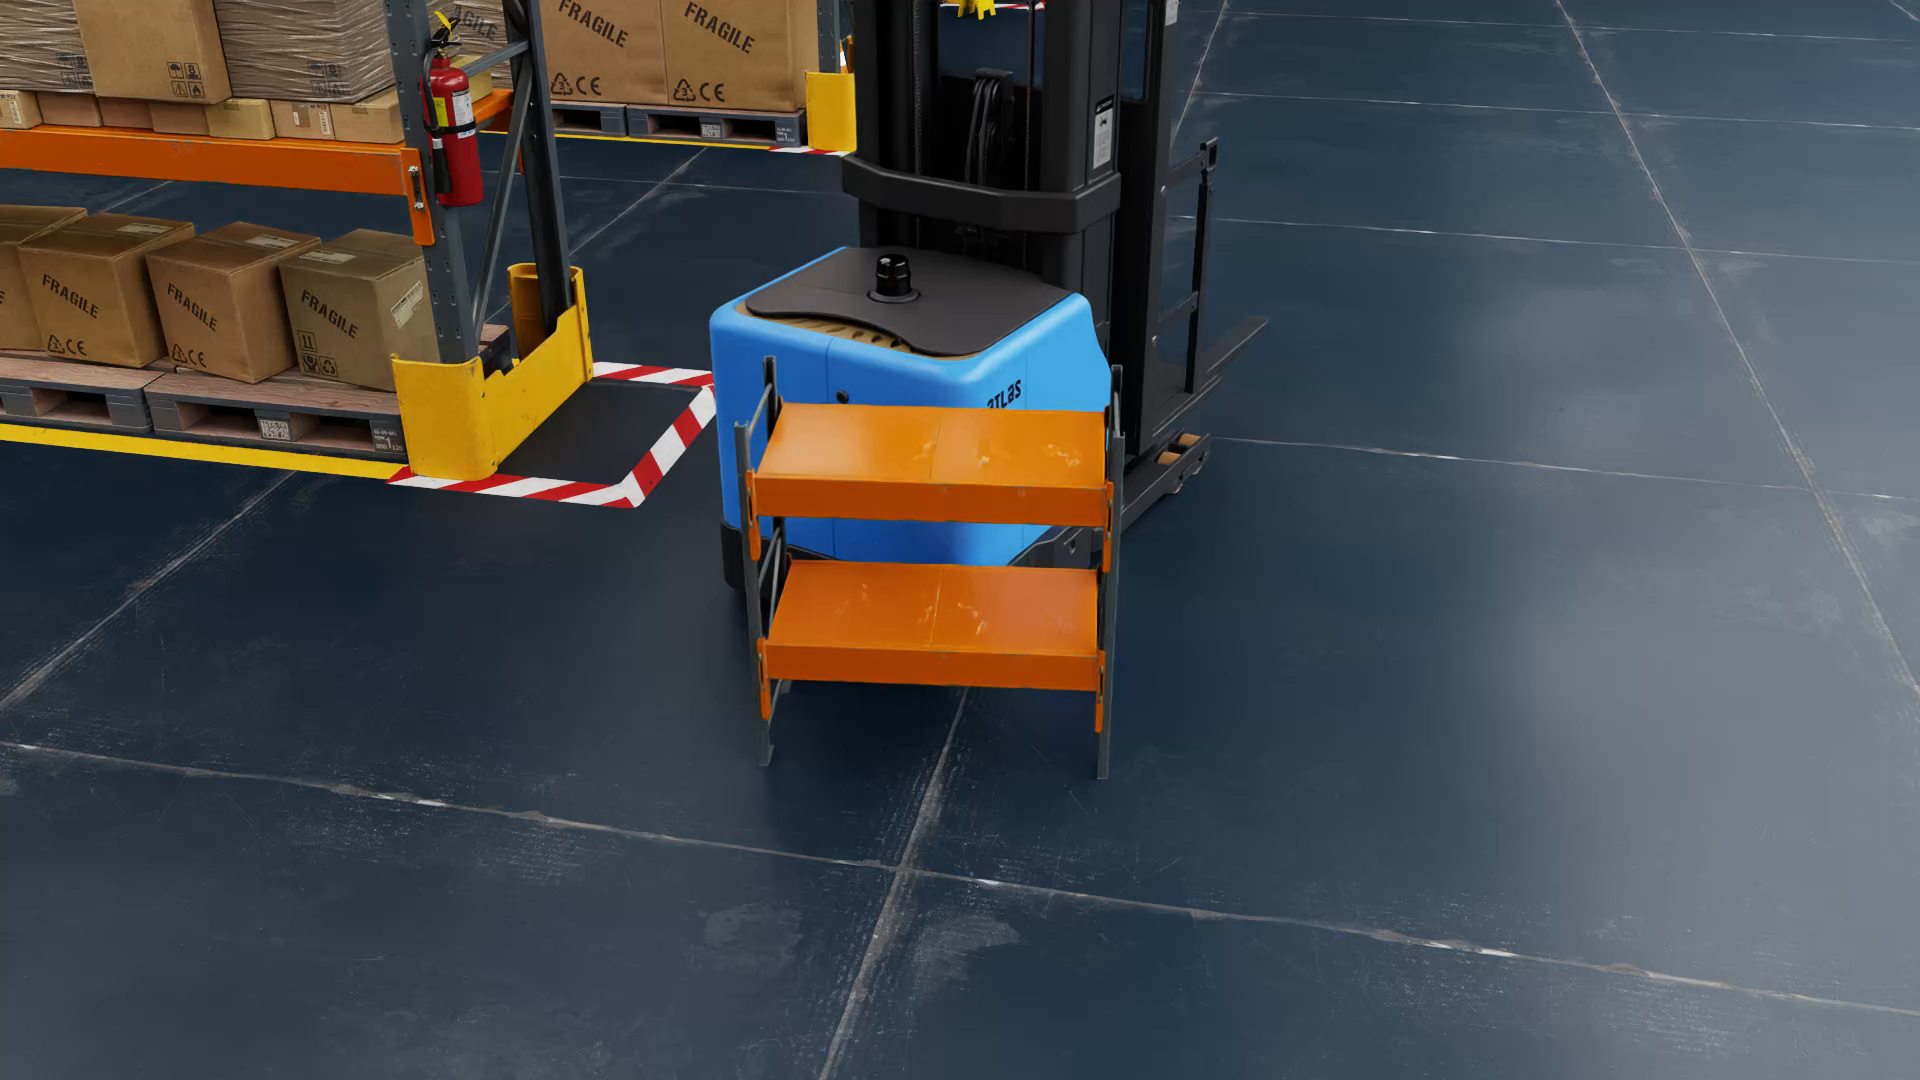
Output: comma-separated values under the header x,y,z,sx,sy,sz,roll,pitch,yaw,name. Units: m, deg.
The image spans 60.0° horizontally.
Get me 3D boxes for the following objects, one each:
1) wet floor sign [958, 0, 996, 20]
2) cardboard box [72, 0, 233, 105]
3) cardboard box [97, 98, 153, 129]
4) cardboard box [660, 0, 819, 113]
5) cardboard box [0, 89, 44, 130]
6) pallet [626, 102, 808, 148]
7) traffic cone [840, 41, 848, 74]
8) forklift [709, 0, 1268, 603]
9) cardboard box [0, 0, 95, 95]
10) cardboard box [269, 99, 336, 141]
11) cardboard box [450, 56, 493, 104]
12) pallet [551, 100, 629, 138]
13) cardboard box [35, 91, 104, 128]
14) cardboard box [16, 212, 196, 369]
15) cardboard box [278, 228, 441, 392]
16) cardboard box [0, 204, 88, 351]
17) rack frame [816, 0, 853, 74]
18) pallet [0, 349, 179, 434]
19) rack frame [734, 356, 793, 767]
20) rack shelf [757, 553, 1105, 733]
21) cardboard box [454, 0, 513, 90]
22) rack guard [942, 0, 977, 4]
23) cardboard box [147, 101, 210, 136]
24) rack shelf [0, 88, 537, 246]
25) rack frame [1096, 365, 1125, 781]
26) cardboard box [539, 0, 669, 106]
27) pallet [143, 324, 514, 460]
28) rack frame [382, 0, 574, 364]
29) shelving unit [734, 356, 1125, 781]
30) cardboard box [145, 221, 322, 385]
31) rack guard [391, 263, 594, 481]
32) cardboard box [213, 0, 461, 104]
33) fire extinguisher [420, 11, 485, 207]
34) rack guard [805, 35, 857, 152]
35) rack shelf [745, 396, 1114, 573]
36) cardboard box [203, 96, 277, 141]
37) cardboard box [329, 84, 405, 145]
x,y,z,sx,sy,sz,roll,pitch,yaw,name
0.148,-4.929,14.582,0.232,0.644,0.267,17,33,28,wet floor sign
-2.930,-2.066,6.486,0.500,0.500,0.875,6,29,11,cardboard box
-3.182,-1.754,6.592,0.250,0.149,0.380,6,29,11,cardboard box
-1.426,-3.438,11.182,0.875,0.875,0.875,6,29,11,cardboard box
-3.694,-1.752,6.589,0.250,0.149,0.380,6,29,11,cardboard box
-1.547,-2.969,11.454,1.213,0.211,1.003,6,29,11,pallet
-0.972,-3.756,12.629,0.334,0.463,0.336,6,29,11,traffic cone
0.357,-1.572,6.070,1.130,2.935,3.031,16,33,27,forklift
-3.410,-2.136,6.615,0.500,0.500,0.875,6,29,11,cardboard box
-2.450,-1.676,6.450,0.250,0.149,0.380,6,29,11,cardboard box
-2.113,-1.860,6.785,0.250,0.149,0.380,6,29,11,cardboard box
-2.737,-3.093,11.679,1.213,0.211,1.003,6,29,11,pallet
-3.431,-1.769,6.619,0.250,0.149,0.380,6,29,11,cardboard box
-3.691,-1.103,7.308,0.500,0.500,0.500,9,30,15,cardboard box
-2.491,-0.988,7.097,0.500,0.500,0.500,11,31,20,cardboard box
-4.227,-1.180,7.448,0.500,0.500,0.500,3,29,6,cardboard box
-0.749,-4.149,10.705,0.127,3.000,1.000,6,29,11,rack frame
-3.935,-0.836,7.557,1.213,0.211,1.003,6,29,11,pallet
-0.575,0.070,4.951,0.032,1.125,0.500,2,29,3,rack frame
-0.068,0.301,5.038,1.000,0.278,0.538,2,29,3,rack shelf
-3.178,-3.618,11.510,0.875,0.875,0.875,6,29,11,cardboard box
0.111,-5.395,15.584,0.348,0.500,1.175,6,29,11,rack guard
-2.946,-1.710,6.511,0.250,0.149,0.380,6,29,11,cardboard box
-3.840,-1.715,7.008,4.000,0.370,1.077,6,29,11,rack shelf
0.439,0.103,4.890,0.032,1.125,0.500,2,29,3,rack frame
-2.287,-3.525,11.341,0.875,0.875,0.875,5,29,10,cardboard box
-2.745,-0.712,7.331,1.213,0.211,1.003,6,29,11,pallet
-1.884,-1.830,6.468,0.127,3.000,1.000,6,29,11,rack frame
-0.068,0.086,4.921,1.048,1.125,0.538,2,29,3,shelving unit
-3.083,-1.032,7.177,0.500,0.500,0.500,14,32,24,cardboard box
-1.958,-0.741,7.083,0.348,0.500,1.175,6,29,11,rack guard
-2.416,-2.072,6.497,0.500,0.500,0.875,6,29,11,cardboard box
-1.868,-1.568,6.071,0.183,0.674,0.296,6,29,11,fire extinguisher
-0.726,-3.050,11.301,0.348,0.500,1.175,6,29,11,rack guard
-0.068,-0.170,4.780,1.000,0.278,0.538,2,29,3,rack shelf
-2.705,-1.677,6.452,0.250,0.149,0.380,6,29,11,cardboard box
-2.206,-1.651,6.404,0.250,0.149,0.380,6,29,11,cardboard box
